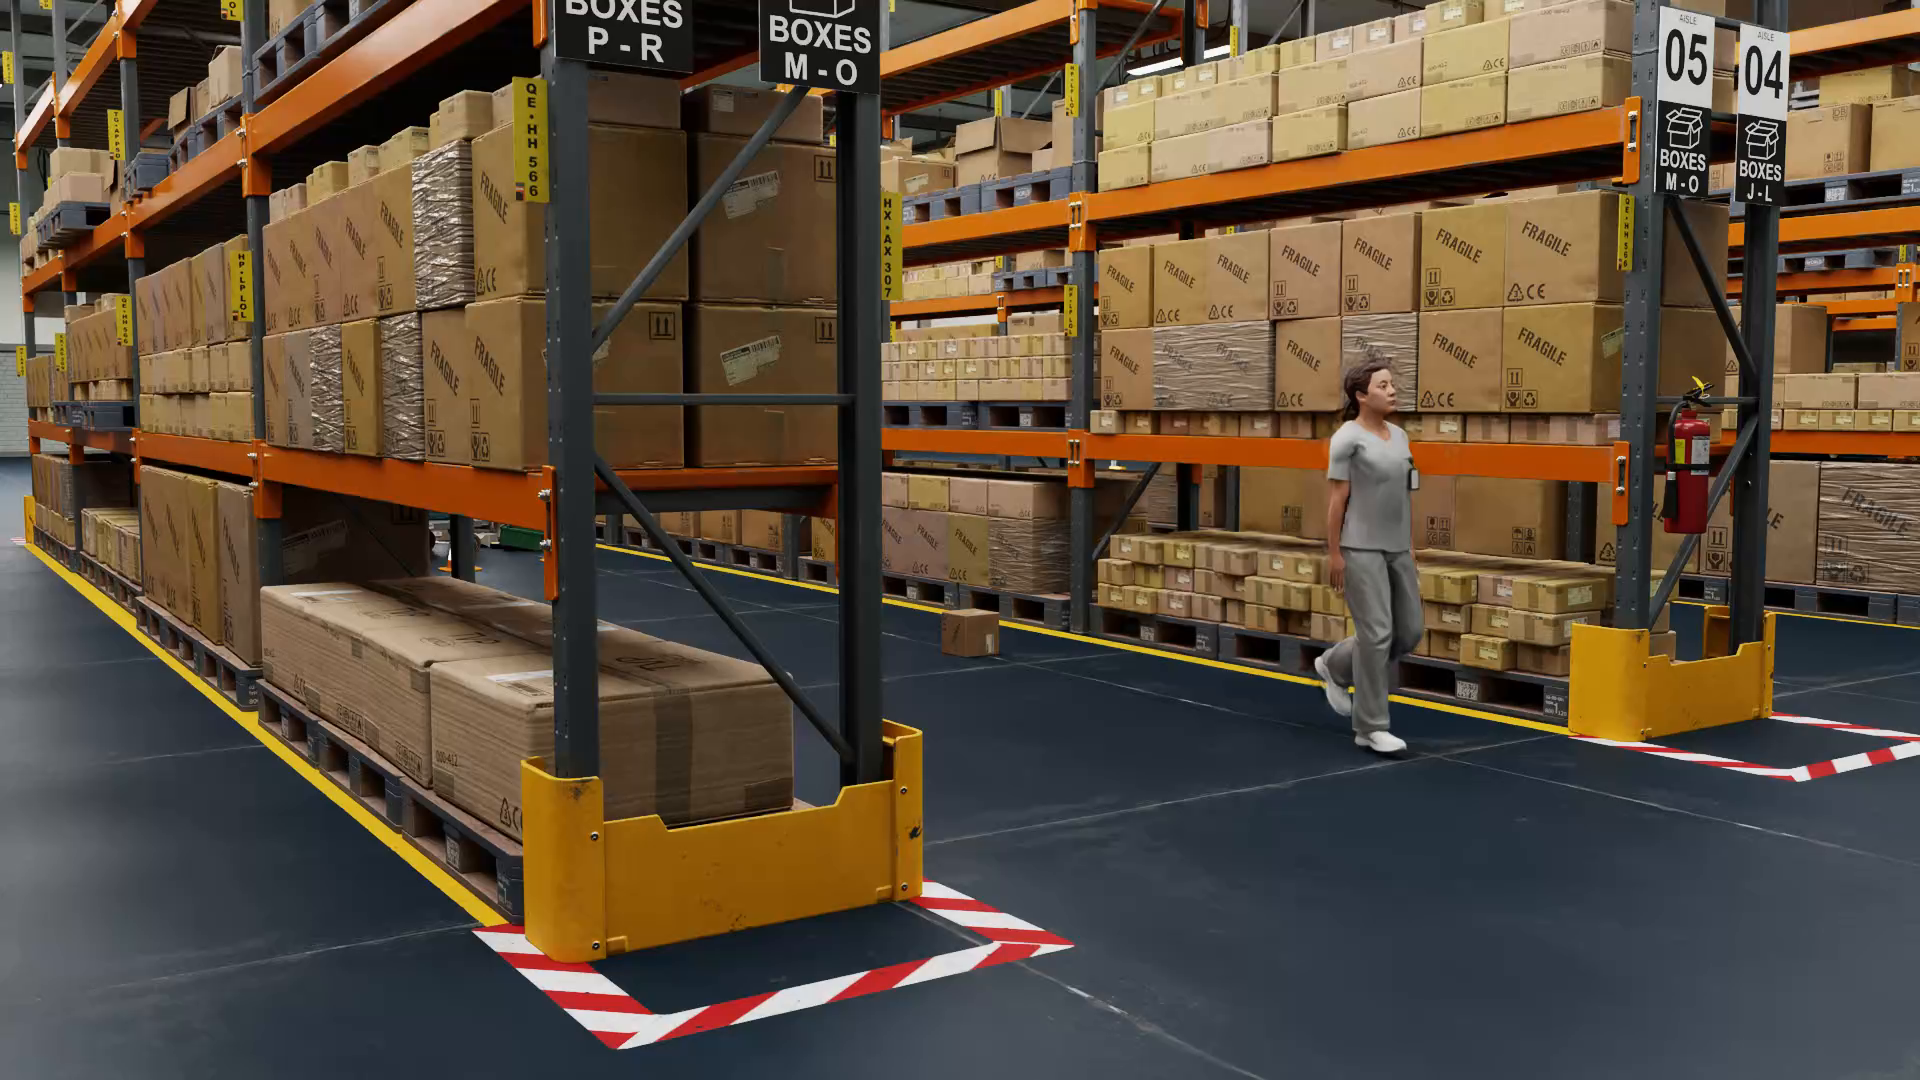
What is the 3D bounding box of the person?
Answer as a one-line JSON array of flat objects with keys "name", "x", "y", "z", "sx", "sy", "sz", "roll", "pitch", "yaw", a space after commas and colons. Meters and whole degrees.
[{"name": "person", "x": 1.749, "y": 0.052, "z": 7.219, "sx": 0.461, "sy": 1.655, "sz": 0.678, "roll": -3, "pitch": 6, "yaw": -31}]
